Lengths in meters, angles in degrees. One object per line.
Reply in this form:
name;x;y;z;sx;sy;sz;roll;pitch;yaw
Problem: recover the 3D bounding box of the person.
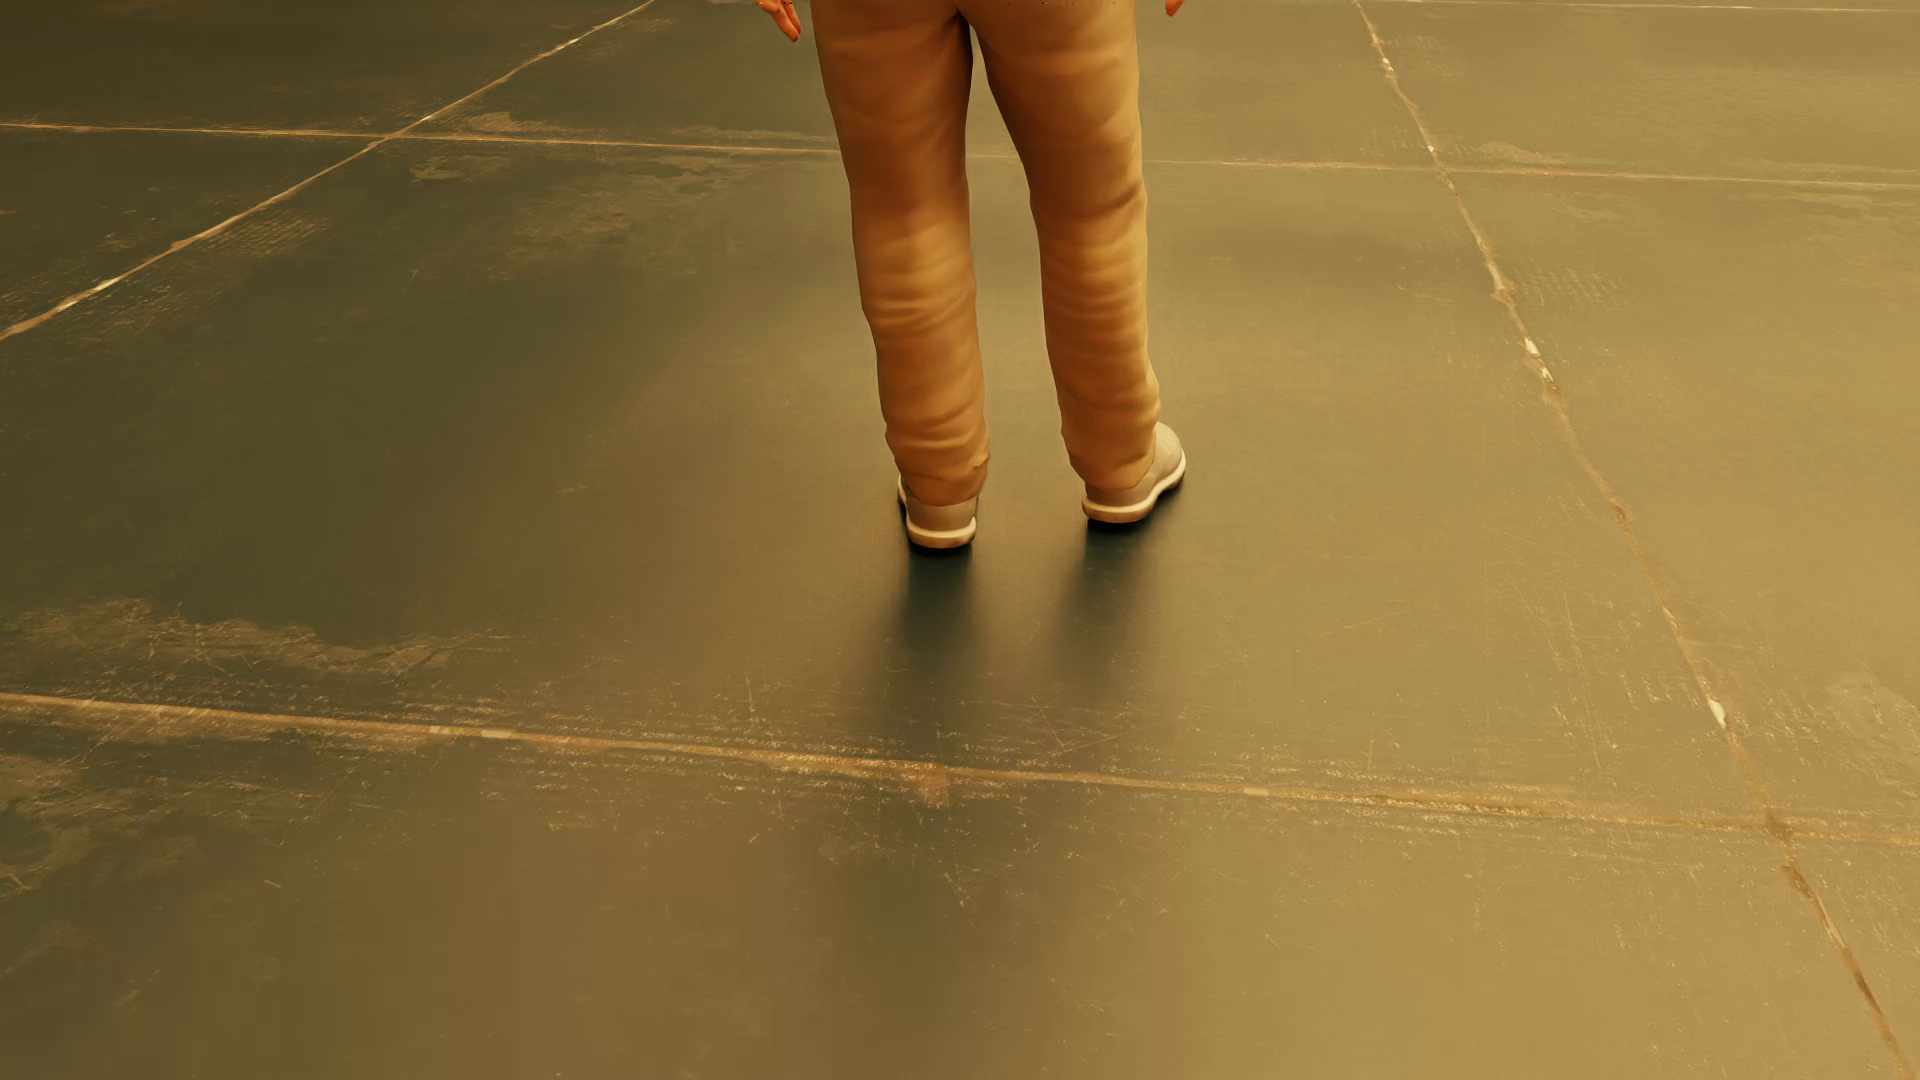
person;0.023;-0.819;2.189;0.642;1.727;0.550;3;27;7
